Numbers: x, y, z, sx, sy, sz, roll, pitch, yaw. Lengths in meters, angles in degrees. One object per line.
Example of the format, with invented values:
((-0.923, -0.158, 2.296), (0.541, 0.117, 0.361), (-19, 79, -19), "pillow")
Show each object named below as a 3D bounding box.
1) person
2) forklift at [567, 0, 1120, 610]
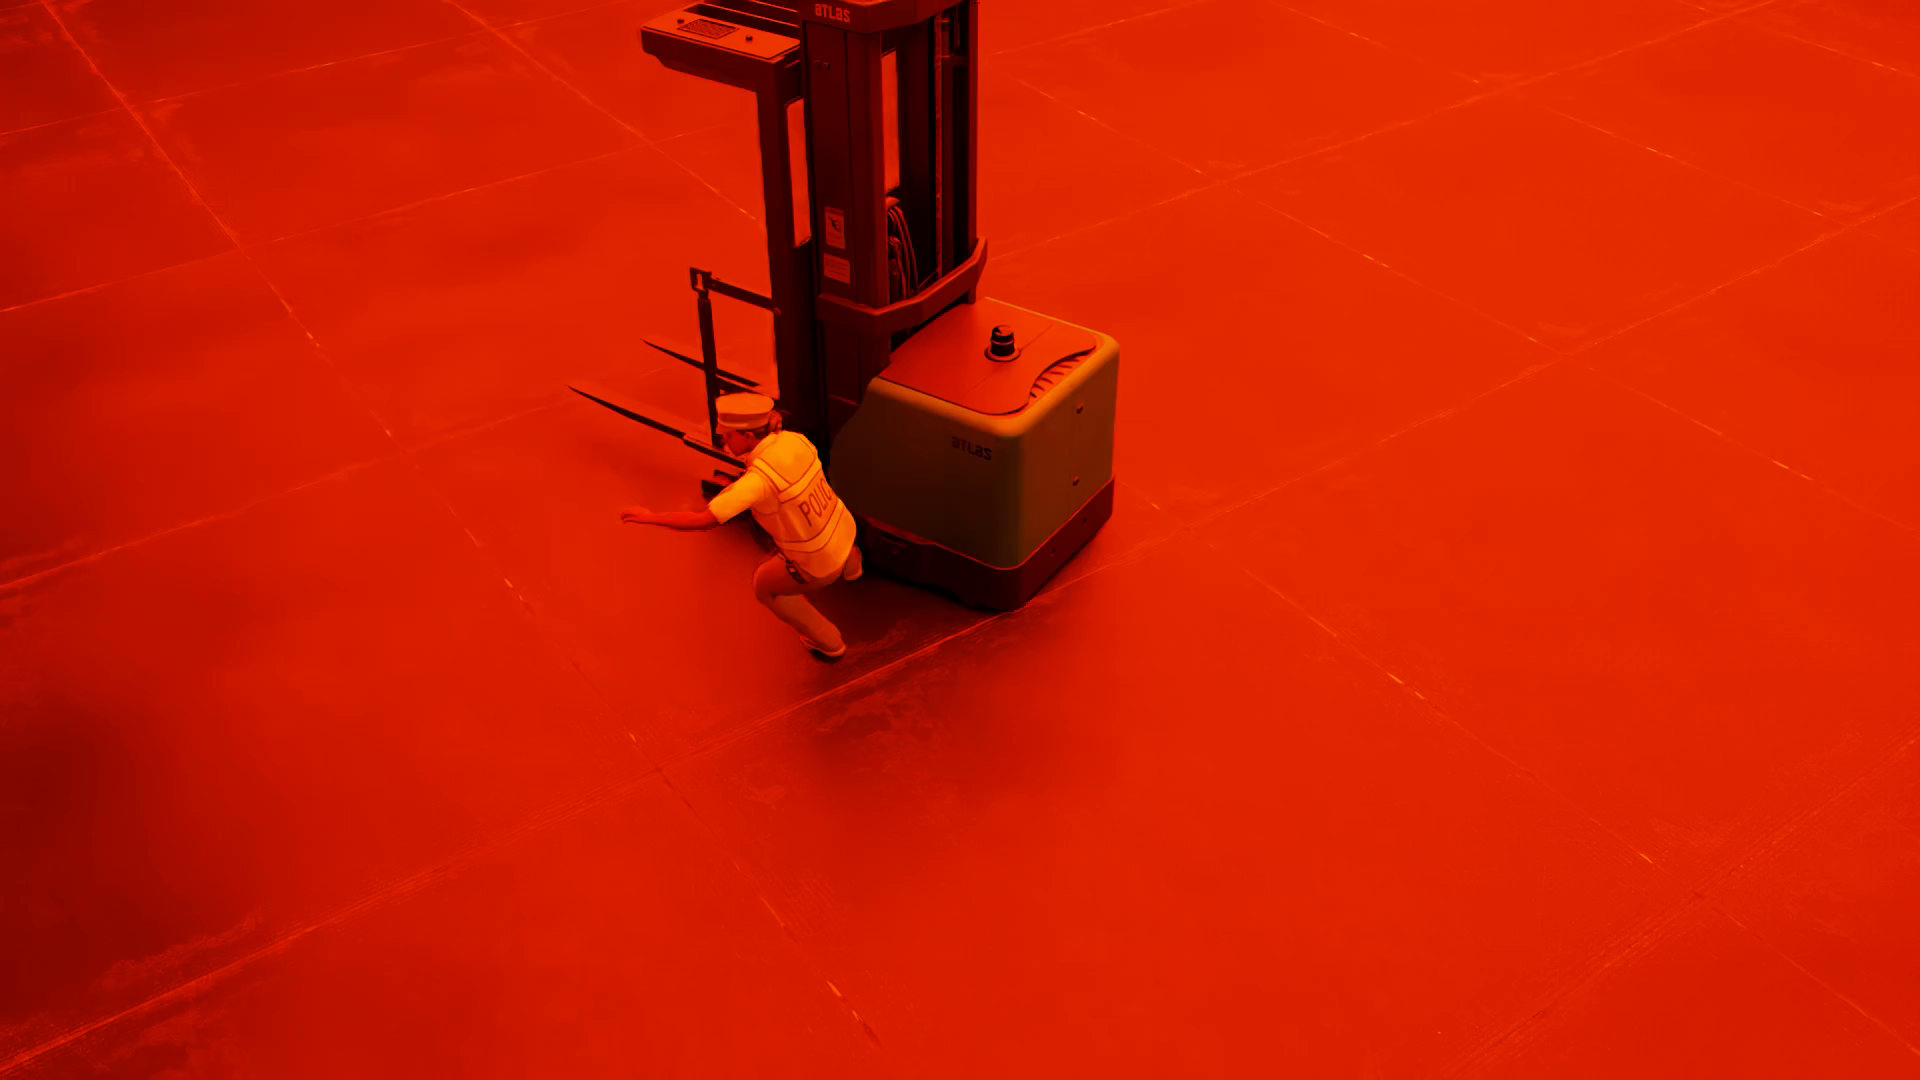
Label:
((-0.831, -0.118, 7.390), (0.879, 1.423, 1.196), (12, 38, 15), "person")
((-0.731, -1.526, 8.008), (3.031, 2.935, 1.130), (22, 42, 27), "forklift")
